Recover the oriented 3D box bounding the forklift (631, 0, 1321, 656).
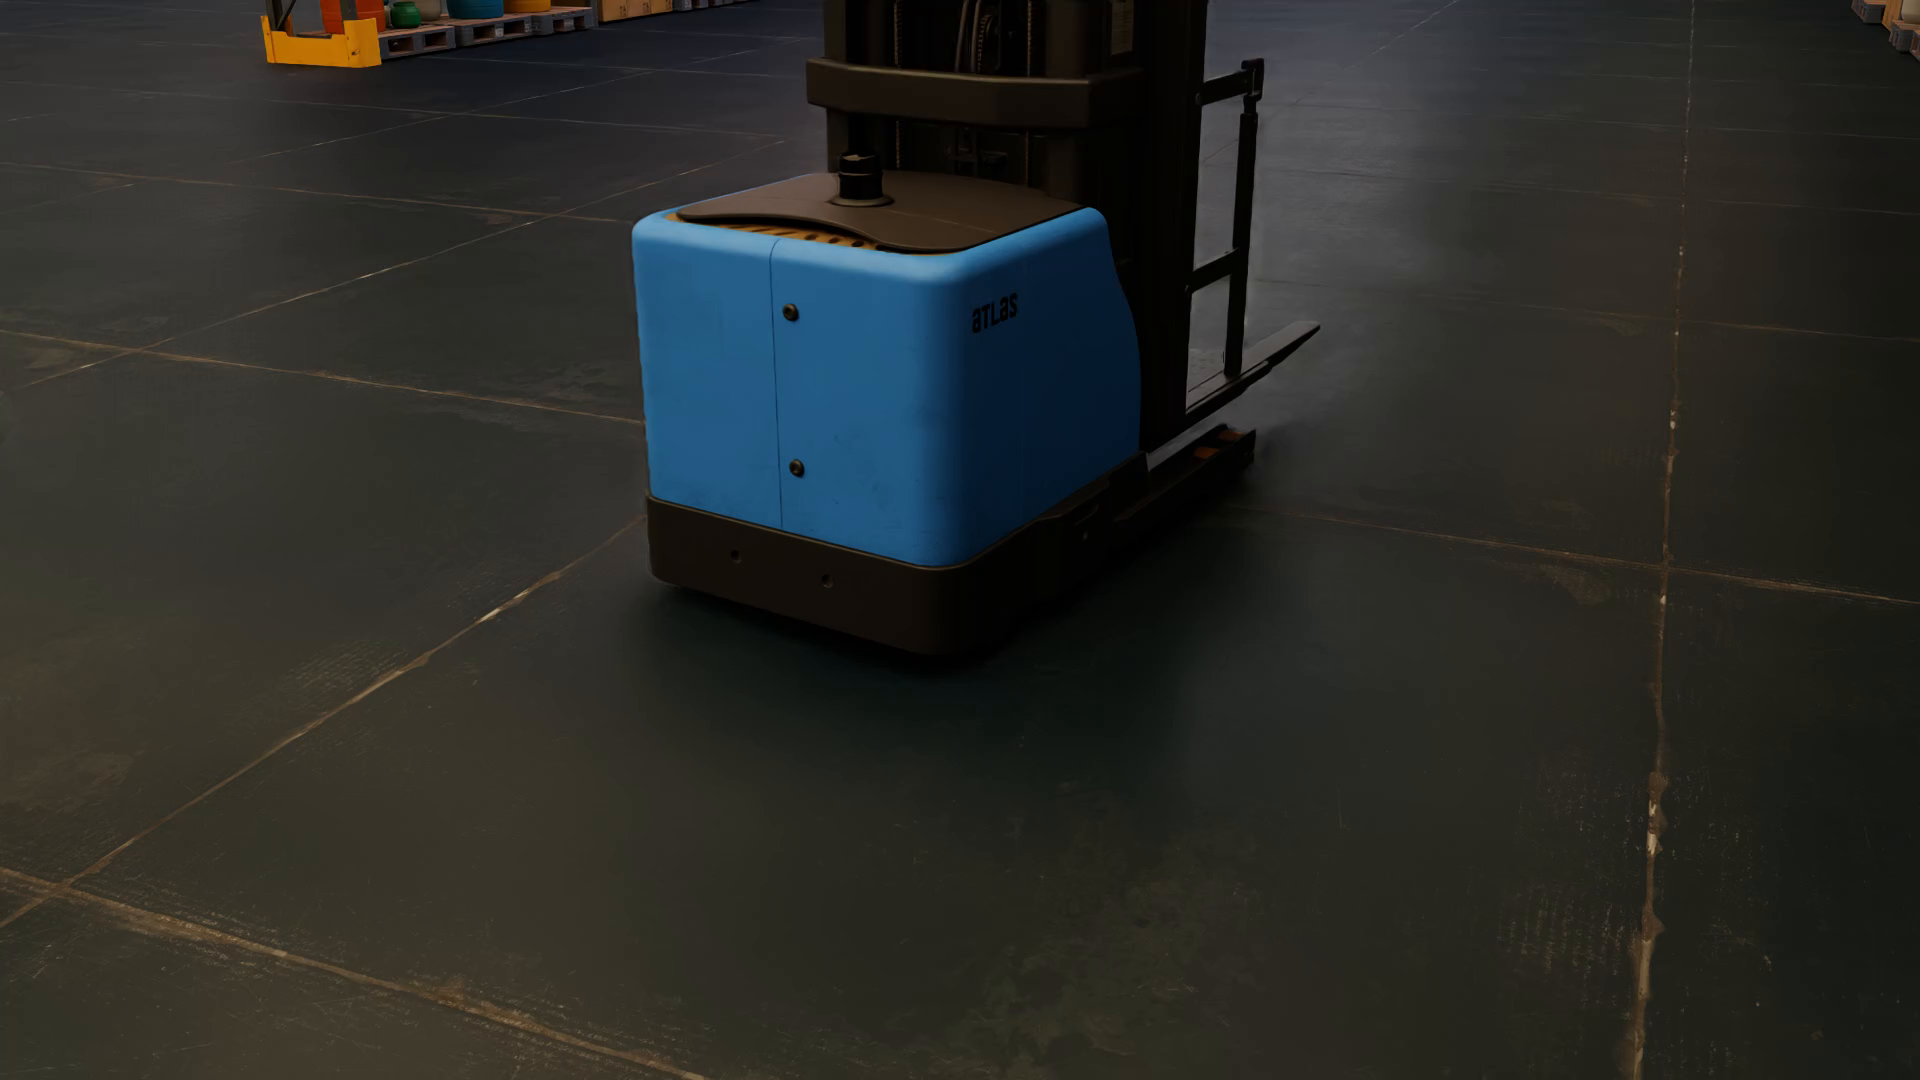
[{"bbox_3d":[0.336,-1.579,5.069,1.130,2.935,3.031,14,26,29],"label":"forklift"}]
